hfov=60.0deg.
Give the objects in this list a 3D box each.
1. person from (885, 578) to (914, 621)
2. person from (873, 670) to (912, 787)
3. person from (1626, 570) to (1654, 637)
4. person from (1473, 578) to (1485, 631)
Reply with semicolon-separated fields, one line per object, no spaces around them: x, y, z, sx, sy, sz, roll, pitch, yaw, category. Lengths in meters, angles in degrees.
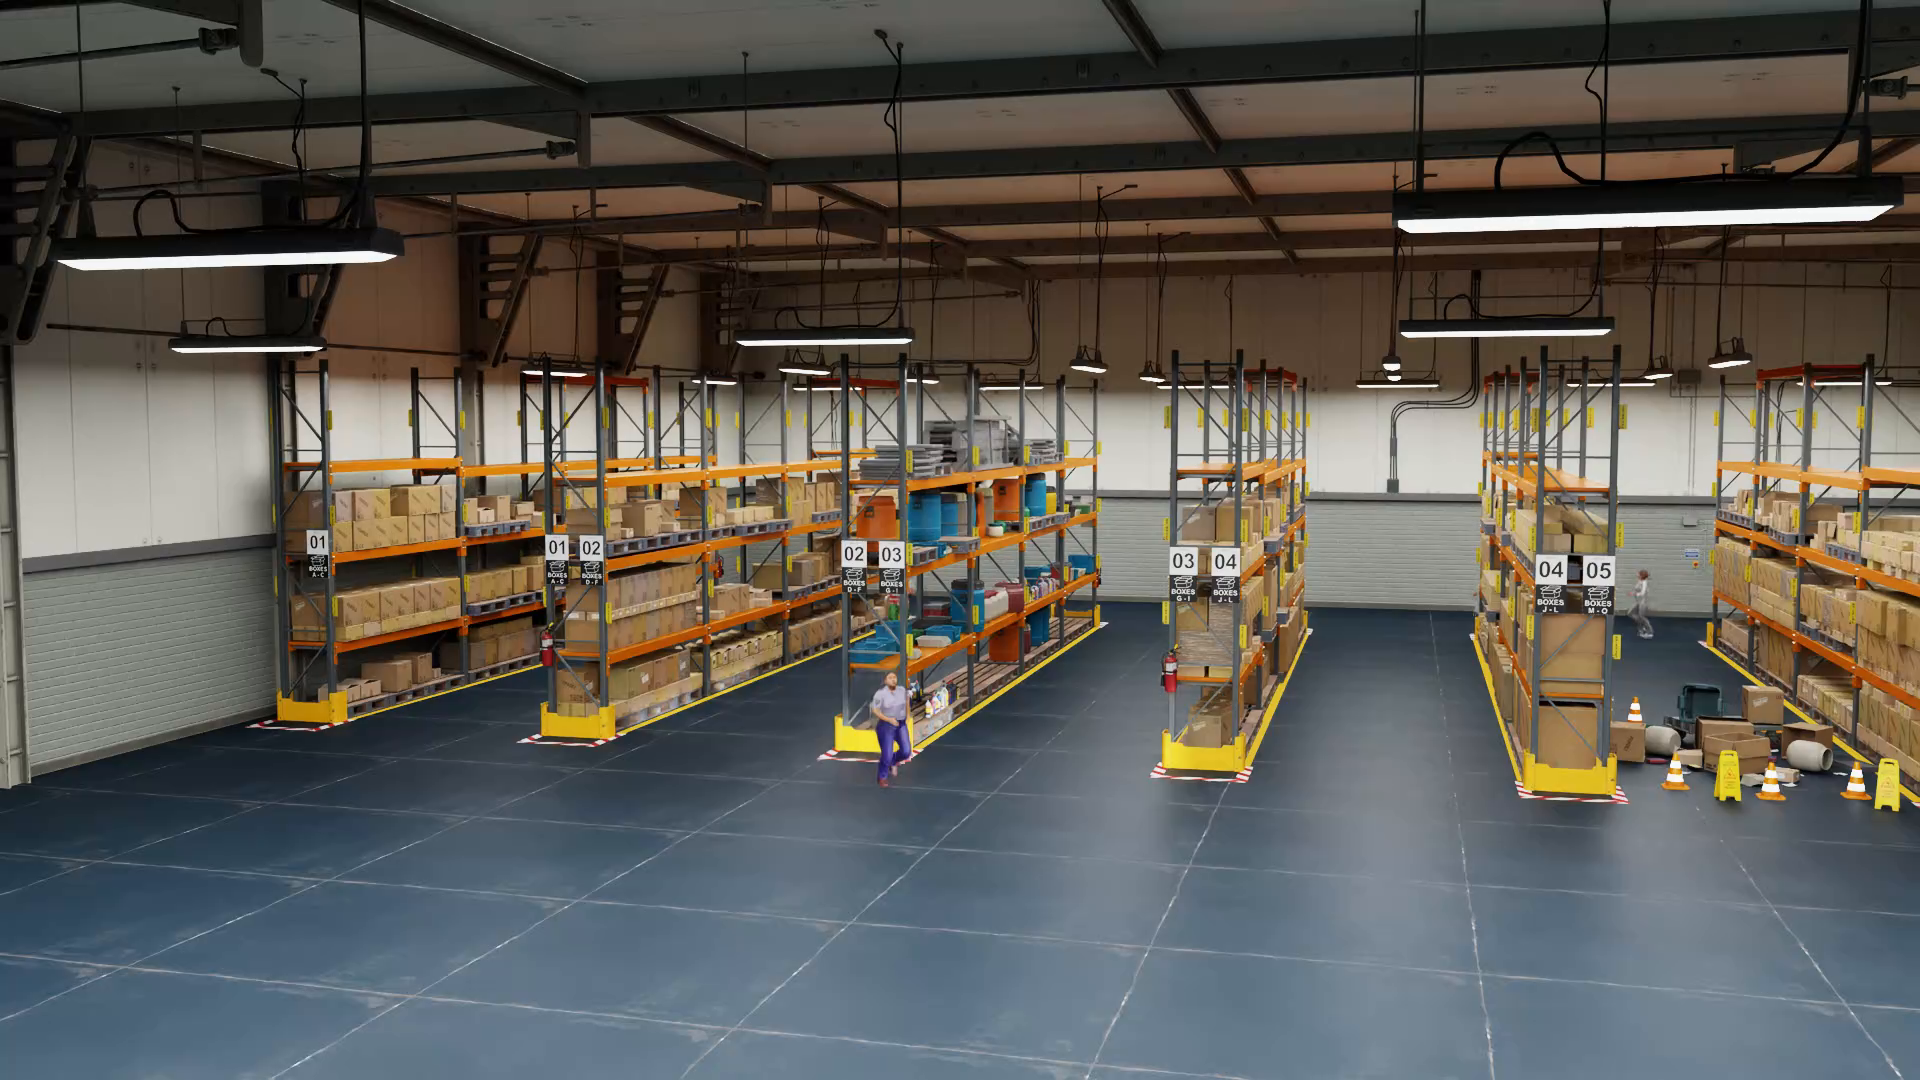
-1.273;1.371;34.833;0.660;1.806;0.958;1;4;8;person
-0.896;2.583;22.691;0.629;1.597;0.648;-2;5;-26;person
15.611;1.453;38.161;0.627;1.558;0.508;0;4;6;person
12.512;1.360;39.504;0.617;1.627;0.563;-1;4;-18;person
